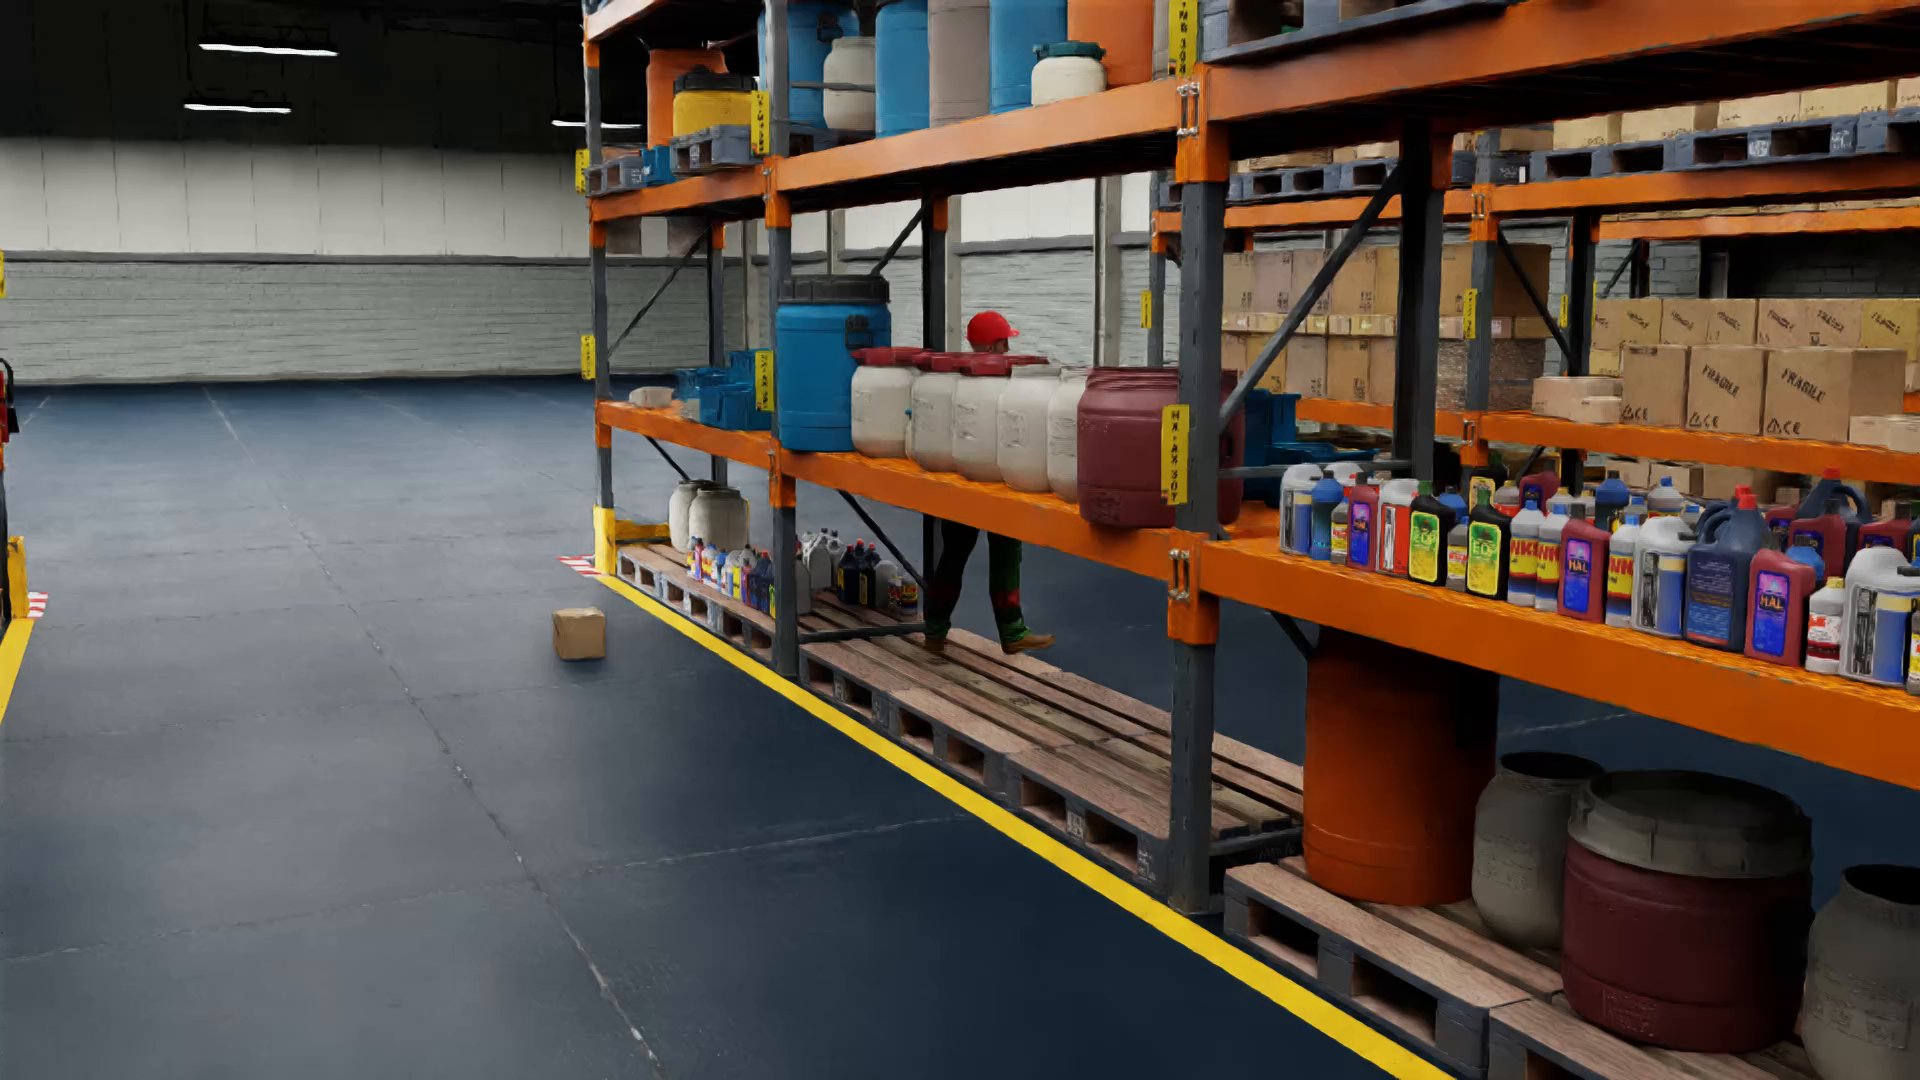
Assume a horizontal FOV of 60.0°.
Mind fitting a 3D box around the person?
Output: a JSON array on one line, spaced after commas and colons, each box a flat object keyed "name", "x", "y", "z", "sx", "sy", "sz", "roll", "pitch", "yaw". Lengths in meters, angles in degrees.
[{"name": "person", "x": 0.160, "y": -0.294, "z": 8.676, "sx": 0.630, "sy": 1.790, "sz": 0.717, "roll": -7, "pitch": 11, "yaw": -40}]
